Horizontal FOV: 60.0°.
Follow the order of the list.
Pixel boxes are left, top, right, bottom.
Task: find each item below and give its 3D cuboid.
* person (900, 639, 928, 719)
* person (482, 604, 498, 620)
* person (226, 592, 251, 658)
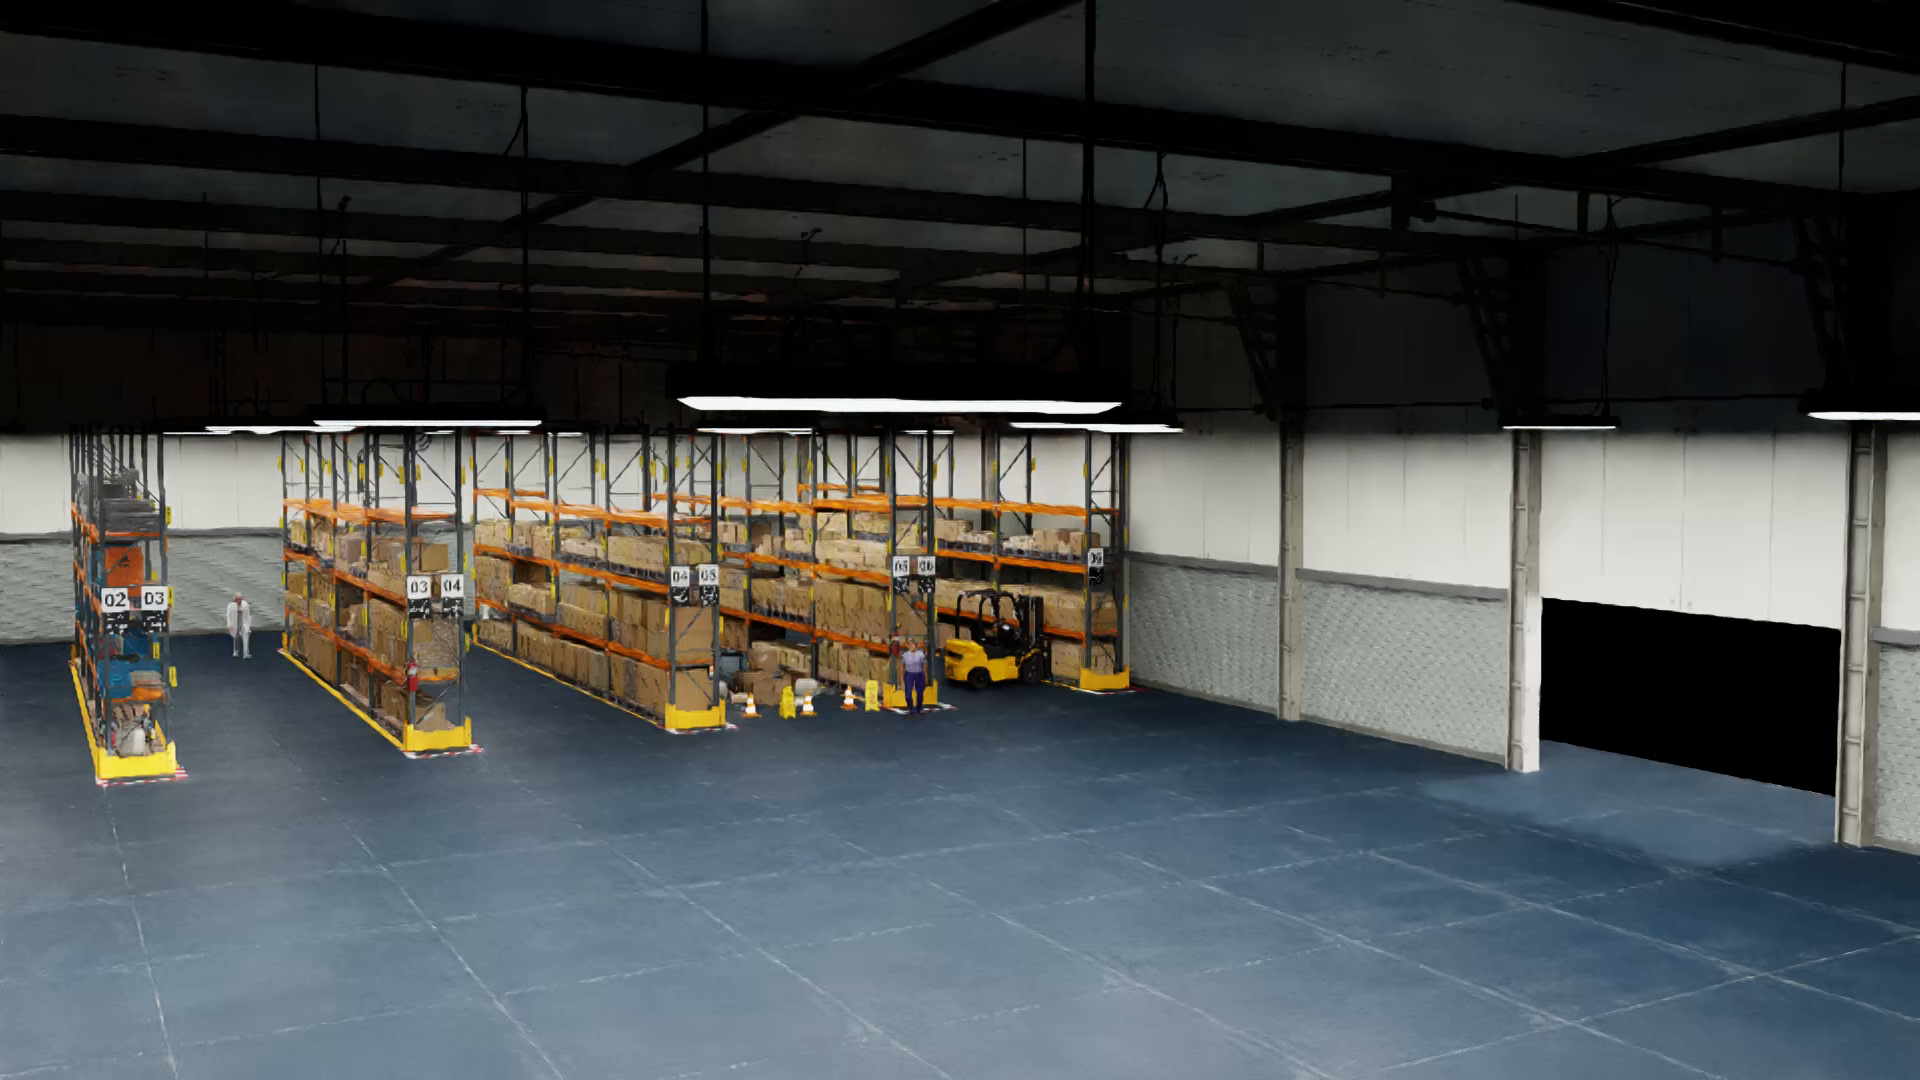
[{"bbox_3d":[-0.941,2.817,34.110,0.576,1.627,0.587,0,4,1],"label":"person"},{"bbox_3d":[-14.181,1.753,50.230,0.593,1.744,0.962,0,4,-6],"label":"person"},{"bbox_3d":[-18.652,2.195,43.029,0.598,1.693,1.194,-2,4,-27],"label":"person"}]
